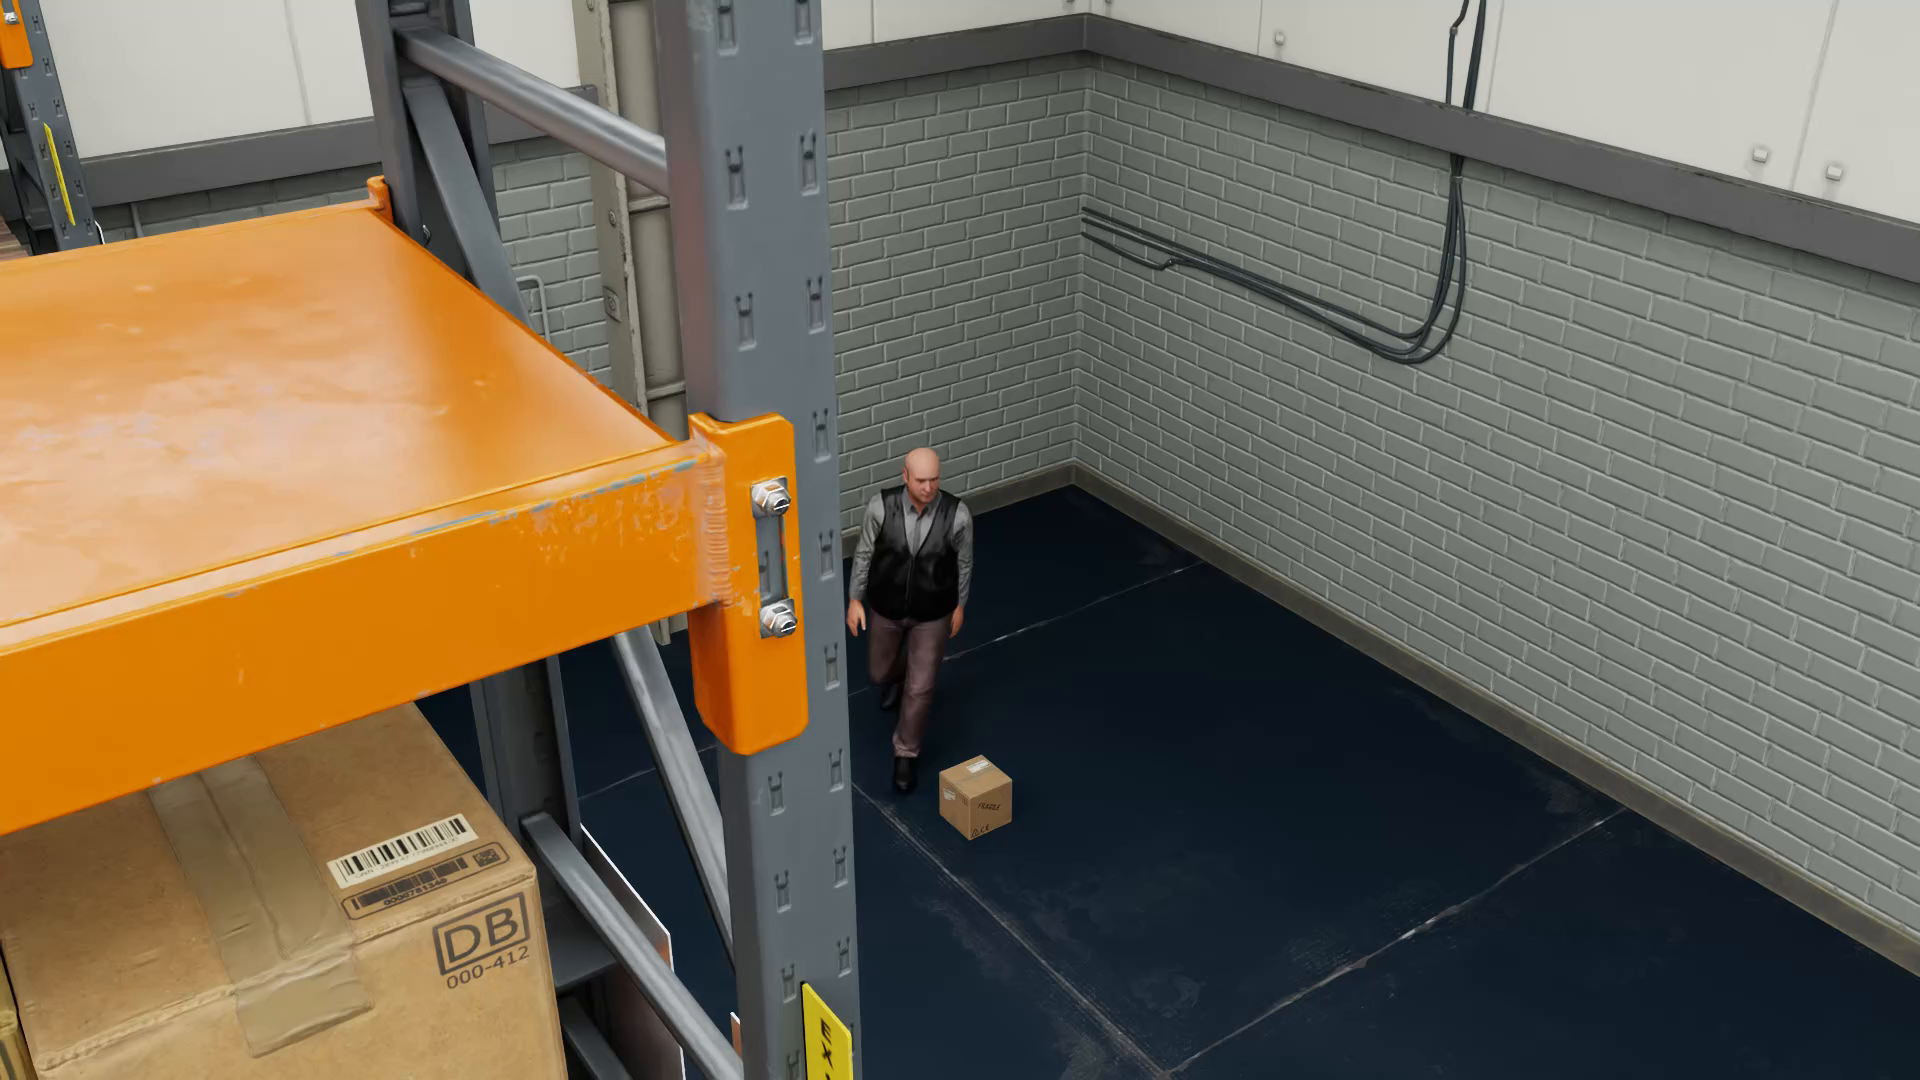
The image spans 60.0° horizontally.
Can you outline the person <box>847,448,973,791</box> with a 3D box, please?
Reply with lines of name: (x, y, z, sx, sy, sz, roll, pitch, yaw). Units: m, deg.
person: (-0.238, 0.310, 8.076, 0.603, 1.712, 0.811, 2, 28, 4)
